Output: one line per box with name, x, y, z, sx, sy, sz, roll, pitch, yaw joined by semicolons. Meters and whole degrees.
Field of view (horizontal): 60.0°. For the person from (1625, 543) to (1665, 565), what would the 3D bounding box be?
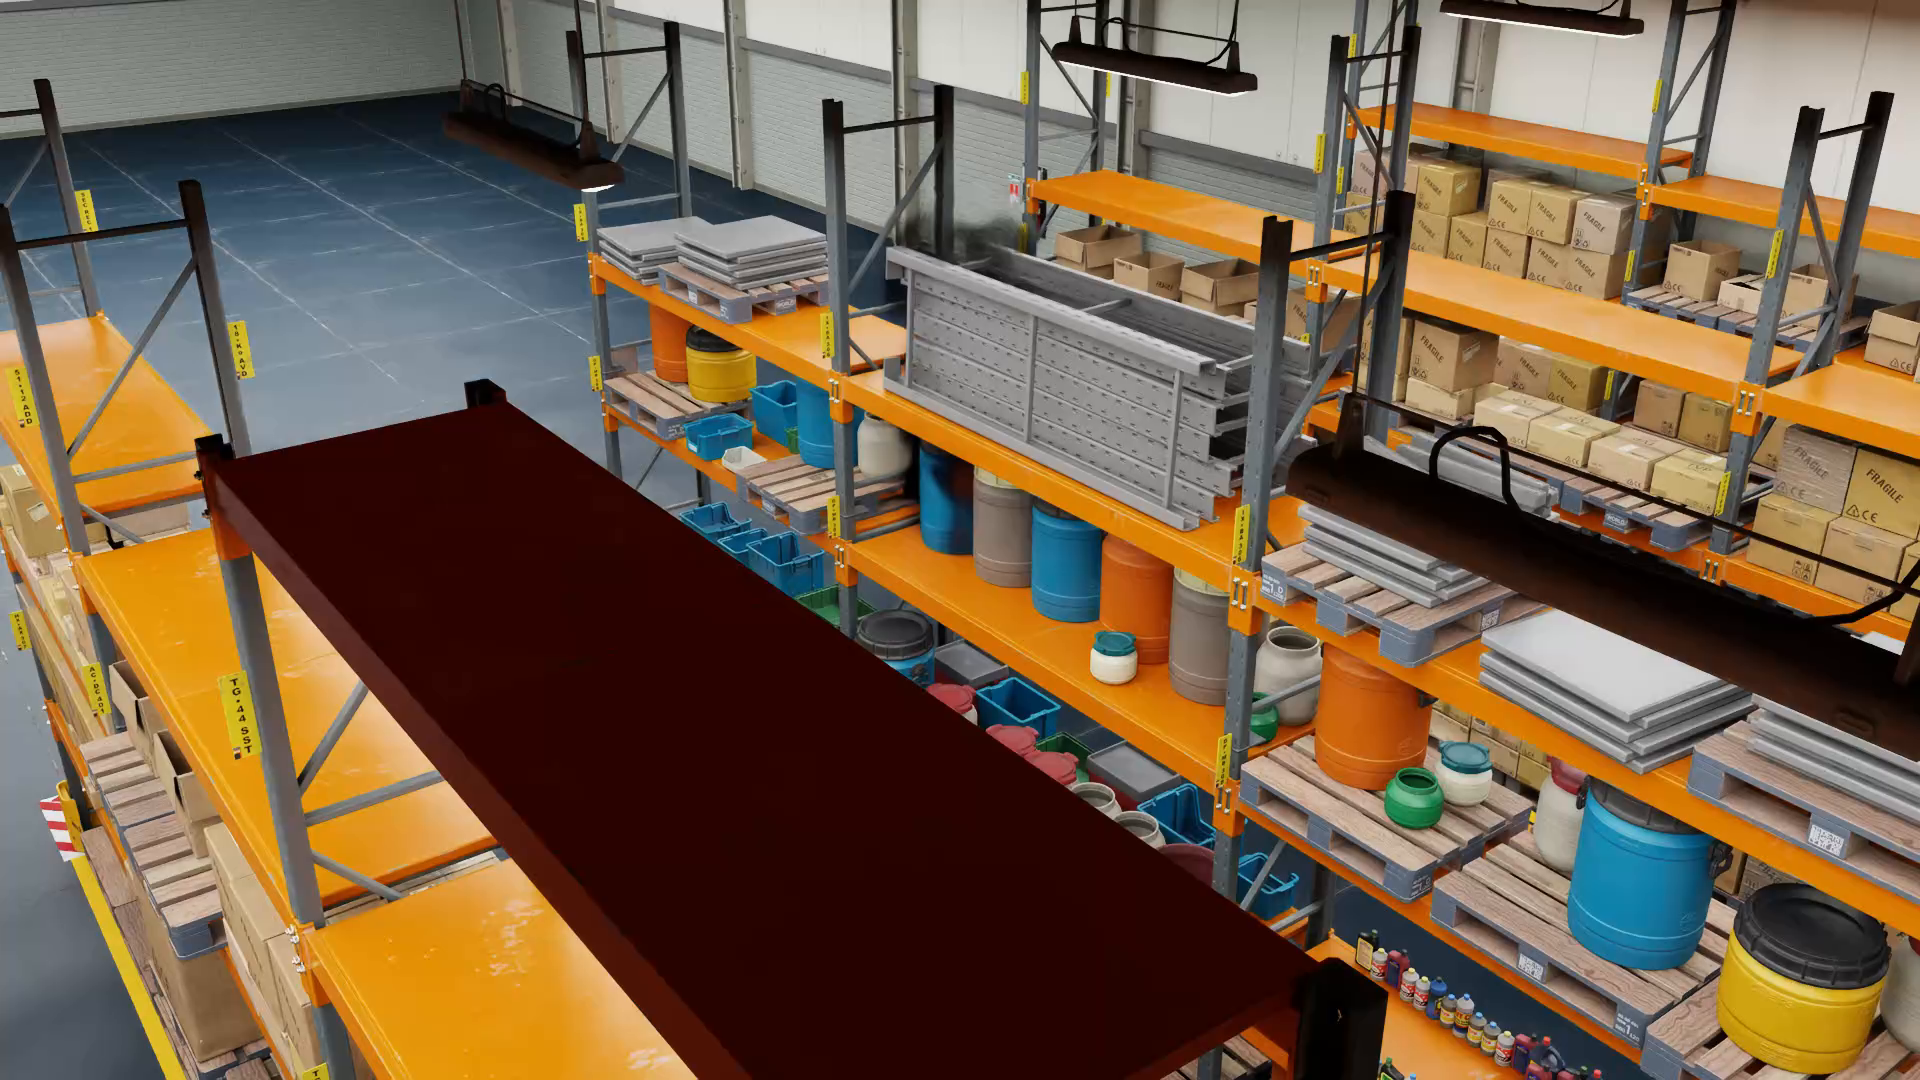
person;6.322;0.585;15.700;0.670;1.711;0.751;-21;32;-38
